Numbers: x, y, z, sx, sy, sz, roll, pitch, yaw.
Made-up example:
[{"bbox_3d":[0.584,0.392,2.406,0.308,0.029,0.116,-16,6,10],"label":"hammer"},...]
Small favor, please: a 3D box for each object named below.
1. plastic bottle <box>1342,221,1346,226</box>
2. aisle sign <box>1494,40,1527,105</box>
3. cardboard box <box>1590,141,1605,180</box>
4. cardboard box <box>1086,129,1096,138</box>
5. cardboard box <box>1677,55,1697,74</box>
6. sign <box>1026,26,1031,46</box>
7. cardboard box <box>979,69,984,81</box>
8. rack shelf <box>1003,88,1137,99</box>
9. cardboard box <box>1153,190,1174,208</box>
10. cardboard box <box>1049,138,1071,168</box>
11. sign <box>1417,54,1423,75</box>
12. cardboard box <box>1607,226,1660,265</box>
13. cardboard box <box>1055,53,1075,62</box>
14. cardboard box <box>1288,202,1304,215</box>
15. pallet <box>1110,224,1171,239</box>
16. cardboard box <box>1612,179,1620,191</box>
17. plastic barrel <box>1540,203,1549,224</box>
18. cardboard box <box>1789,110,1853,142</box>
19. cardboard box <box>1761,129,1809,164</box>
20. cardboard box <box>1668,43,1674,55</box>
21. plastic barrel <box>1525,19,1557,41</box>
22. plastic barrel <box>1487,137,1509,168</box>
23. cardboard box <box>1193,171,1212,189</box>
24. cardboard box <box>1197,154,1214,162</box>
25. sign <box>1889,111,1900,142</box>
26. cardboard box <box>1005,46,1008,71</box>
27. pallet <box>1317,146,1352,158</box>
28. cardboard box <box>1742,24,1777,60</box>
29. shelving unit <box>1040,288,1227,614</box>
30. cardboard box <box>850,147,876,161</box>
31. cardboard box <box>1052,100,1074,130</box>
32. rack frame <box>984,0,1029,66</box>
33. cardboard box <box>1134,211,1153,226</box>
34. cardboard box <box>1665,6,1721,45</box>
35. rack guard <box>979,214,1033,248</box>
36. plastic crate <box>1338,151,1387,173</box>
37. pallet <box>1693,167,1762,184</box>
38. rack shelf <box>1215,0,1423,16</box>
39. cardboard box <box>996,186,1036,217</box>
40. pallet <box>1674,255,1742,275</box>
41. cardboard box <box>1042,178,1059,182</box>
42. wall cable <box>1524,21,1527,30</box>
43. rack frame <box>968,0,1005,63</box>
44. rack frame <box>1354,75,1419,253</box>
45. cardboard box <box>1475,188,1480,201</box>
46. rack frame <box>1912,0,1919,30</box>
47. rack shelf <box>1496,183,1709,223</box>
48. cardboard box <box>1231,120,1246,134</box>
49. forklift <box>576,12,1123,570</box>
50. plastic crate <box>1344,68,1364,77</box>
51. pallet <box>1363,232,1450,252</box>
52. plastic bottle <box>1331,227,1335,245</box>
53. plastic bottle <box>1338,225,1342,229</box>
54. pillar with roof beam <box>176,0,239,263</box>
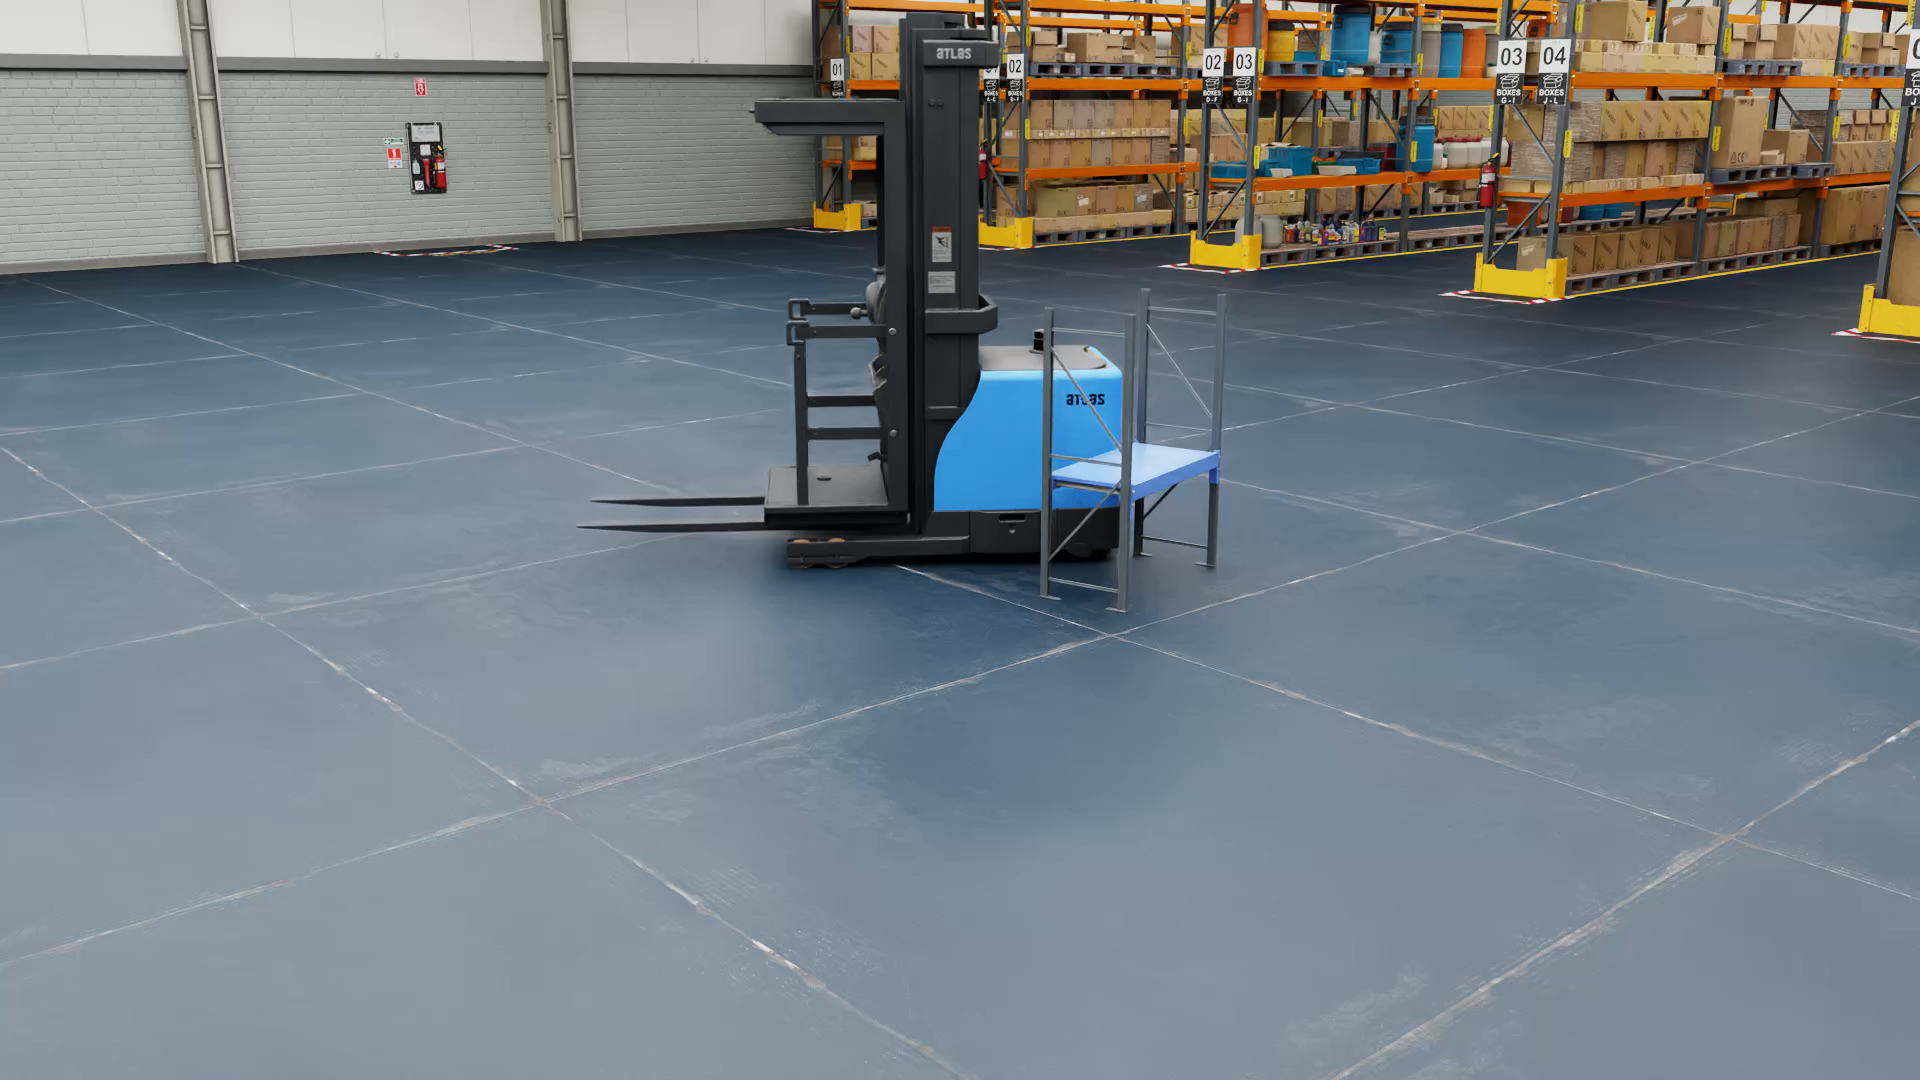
[{"bbox_3d":[6.362,-5.161,27.670,0.133,0.283,0.061,-13,19,-39],"label":"plastic bottle"},{"bbox_3d":[7.036,-5.972,21.258,0.004,0.787,0.394,-13,19,-39],"label":"aisle sign"},{"bbox_3d":[8.011,-5.056,22.096,0.500,0.500,0.875,-13,19,-39],"label":"cardboard box"},{"bbox_3d":[2.187,-7.202,29.450,0.250,0.149,0.380,-13,20,-40],"label":"cardboard box"},{"bbox_3d":[9.724,-6.508,22.780,0.500,0.250,0.500,-12,19,-38],"label":"cardboard box"},{"bbox_3d":[1.140,-8.398,27.718,0.005,0.325,0.100,-13,19,-39],"label":"sign"},{"bbox_3d":[0.322,-9.612,33.877,0.500,0.500,0.500,-12,19,-38],"label":"cardboard box"},{"bbox_3d":[2.051,-9.679,35.755,4.000,0.370,1.077,-13,19,-39],"label":"rack shelf"},{"bbox_3d":[3.915,-6.545,31.867,0.500,0.311,0.500,-13,19,-39],"label":"cardboard box"},{"bbox_3d":[1.533,-6.812,29.247,0.500,0.500,0.700,-12,19,-38],"label":"cardboard box"},{"bbox_3d":[7.399,-7.655,26.765,0.005,0.325,0.100,-13,19,-39],"label":"sign"},{"bbox_3d":[9.542,-4.183,23.626,0.500,0.500,0.500,-6,16,-22],"label":"cardboard box"},{"bbox_3d":[1.783,-8.361,28.827,0.250,0.149,0.380,-13,19,-39],"label":"cardboard box"},{"bbox_3d":[6.578,-6.690,33.499,0.500,0.250,0.500,-12,19,-38],"label":"cardboard box"},{"bbox_3d":[3.170,-5.801,31.059,1.213,0.211,1.003,-13,19,-39],"label":"pallet"},{"bbox_3d":[8.590,-4.762,22.251,0.250,0.149,0.380,-13,19,-39],"label":"cardboard box"},{"bbox_3d":[10.789,-6.188,31.110,0.421,0.512,0.421,0,15,0],"label":"plastic barrel"},{"bbox_3d":[13.877,-6.677,26.797,0.637,0.503,0.797,-12,19,-38],"label":"cardboard box"},{"bbox_3d":[12.578,-6.061,25.622,0.500,0.500,0.700,-9,18,-31],"label":"cardboard box"},{"bbox_3d":[9.413,-6.636,22.486,0.250,0.149,0.380,-12,19,-37],"label":"cardboard box"},{"bbox_3d":[10.494,-8.943,29.959,0.708,0.830,0.600,-13,19,-39],"label":"plastic barrel"},{"bbox_3d":[9.428,-6.826,29.275,0.421,0.512,0.421,0,15,0],"label":"plastic barrel"},{"bbox_3d":[5.504,-8.472,39.005,0.750,0.750,0.750,-12,19,-38],"label":"cardboard box"},{"bbox_3d":[4.600,-7.264,31.619,0.250,0.149,0.380,-13,19,-39],"label":"cardboard box"},{"bbox_3d":[10.114,-4.467,17.959,0.005,0.325,0.100,-13,19,-39],"label":"sign"},{"bbox_3d":[1.008,-10.016,34.616,0.500,0.500,0.500,-9,18,-32],"label":"cardboard box"},{"bbox_3d":[7.280,-7.988,34.216,1.003,0.211,1.213,-13,19,-39],"label":"pallet"},{"bbox_3d":[11.427,-7.268,24.320,0.637,0.503,0.797,-12,19,-37],"label":"cardboard box"},{"bbox_3d":[0.916,-0.502,8.723,0.538,1.500,1.048,10,18,33],"label":"shelving unit"},{"bbox_3d":[-1.898,-7.519,32.339,0.500,0.250,0.500,-13,20,-41],"label":"cardboard box"},{"bbox_3d":[1.573,-7.448,29.114,0.500,0.500,0.700,-13,20,-41],"label":"cardboard box"},{"bbox_3d":[0.780,-9.496,27.862,0.127,3.000,1.000,-13,19,-39],"label":"rack frame"},{"bbox_3d":[3.207,-5.946,30.711,0.500,0.250,0.500,-13,19,-39],"label":"cardboard box"},{"bbox_3d":[10.125,-7.103,22.977,0.500,0.500,0.500,-13,20,-41],"label":"cardboard box"},{"bbox_3d":[0.762,-5.386,28.944,0.348,0.500,1.175,-13,19,-39],"label":"rack guard"},{"bbox_3d":[6.568,-6.216,27.329,0.504,0.338,0.767,-13,19,-39],"label":"plastic crate"},{"bbox_3d":[10.969,-5.354,24.354,1.213,0.211,1.003,-13,19,-39],"label":"pallet"},{"bbox_3d":[5.537,-8.329,25.663,4.000,0.370,1.077,-13,19,-39],"label":"rack shelf"},{"bbox_3d":[0.989,-5.983,29.397,0.500,0.500,0.500,-13,19,-39],"label":"cardboard box"},{"bbox_3d":[10.884,-4.131,24.806,1.213,0.211,1.003,-13,19,-39],"label":"pallet"},{"bbox_3d":[1.807,-7.898,36.044,0.500,0.250,0.500,-13,20,-41],"label":"cardboard box"},{"bbox_3d":[15.872,-14.472,42.721,0.112,2.526,3.097,-13,19,-39],"label":"wall cable"},{"bbox_3d":[0.543,-11.137,34.007,0.127,3.000,1.000,-13,19,-39],"label":"rack frame"},{"bbox_3d":[7.046,-6.310,27.561,0.127,3.000,1.000,-13,19,-39],"label":"rack frame"},{"bbox_3d":[11.865,-7.897,37.977,0.500,0.250,0.500,-13,19,-39],"label":"cardboard box"},{"bbox_3d":[10.459,-6.584,16.961,0.127,3.000,1.000,-13,19,-39],"label":"rack frame"},{"bbox_3d":[8.789,-4.659,22.775,4.000,0.370,1.077,-13,19,-39],"label":"rack shelf"},{"bbox_3d":[6.395,-9.668,39.325,0.500,0.500,0.500,-13,20,-40],"label":"cardboard box"},{"bbox_3d":[-0.639,-1.396,9.297,3.031,2.935,1.130,-1,15,-5],"label":"forklift"},{"bbox_3d":[6.101,-7.281,25.895,0.396,0.136,0.243,-13,19,-39],"label":"plastic crate"},{"bbox_3d":[7.613,-5.103,28.447,1.213,0.211,1.003,-13,19,-39],"label":"pallet"},{"bbox_3d":[5.935,-4.848,26.523,0.097,0.271,0.097,0,15,0],"label":"plastic bottle"},{"bbox_3d":[6.165,-4.952,26.887,0.133,0.283,0.061,-13,19,-39],"label":"plastic bottle"},{"bbox_3d":[-8.741,-7.876,21.797,0.400,9.000,9.100,-13,19,-39],"label":"pillar with roof beam"}]
